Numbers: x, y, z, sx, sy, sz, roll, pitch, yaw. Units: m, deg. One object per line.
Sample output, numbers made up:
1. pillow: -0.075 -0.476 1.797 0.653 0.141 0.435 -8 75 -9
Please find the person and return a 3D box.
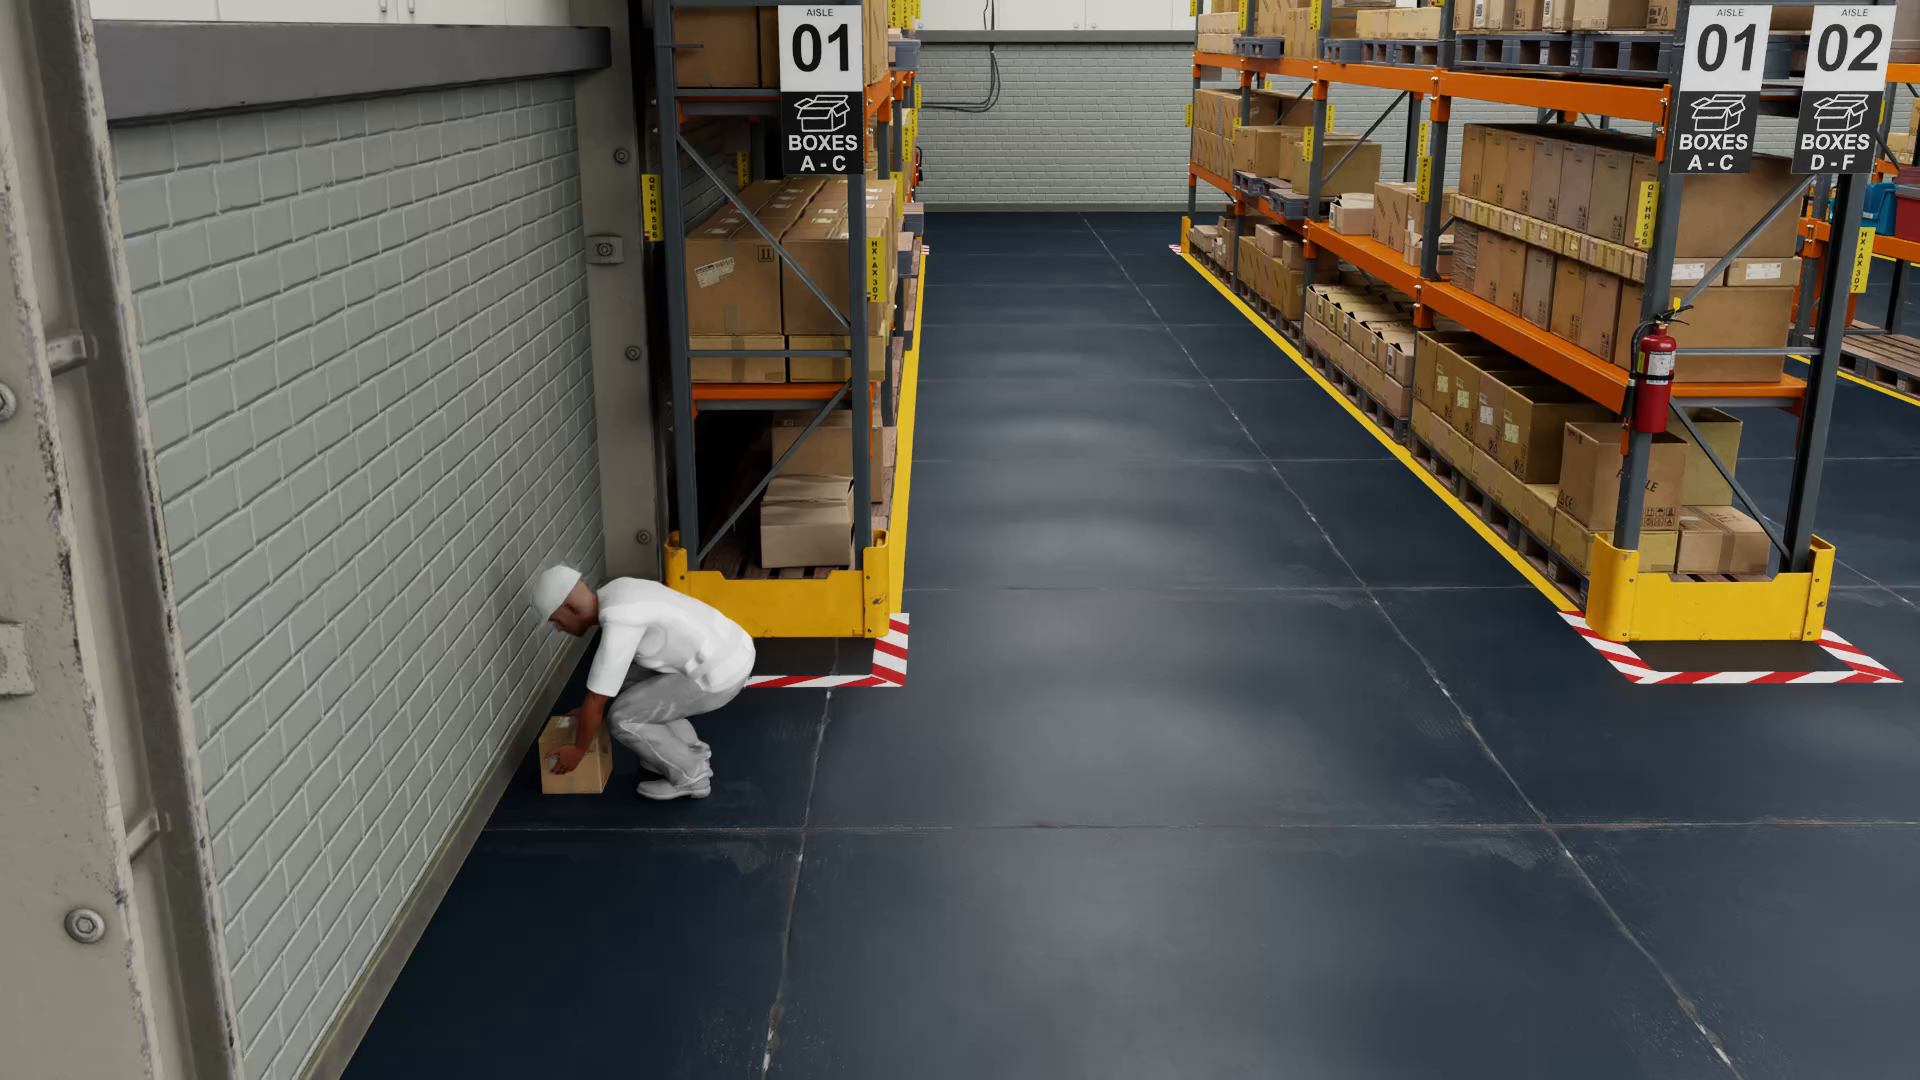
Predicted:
1. person: -1.306 0.576 6.948 0.890 0.995 0.585 0 17 -1
